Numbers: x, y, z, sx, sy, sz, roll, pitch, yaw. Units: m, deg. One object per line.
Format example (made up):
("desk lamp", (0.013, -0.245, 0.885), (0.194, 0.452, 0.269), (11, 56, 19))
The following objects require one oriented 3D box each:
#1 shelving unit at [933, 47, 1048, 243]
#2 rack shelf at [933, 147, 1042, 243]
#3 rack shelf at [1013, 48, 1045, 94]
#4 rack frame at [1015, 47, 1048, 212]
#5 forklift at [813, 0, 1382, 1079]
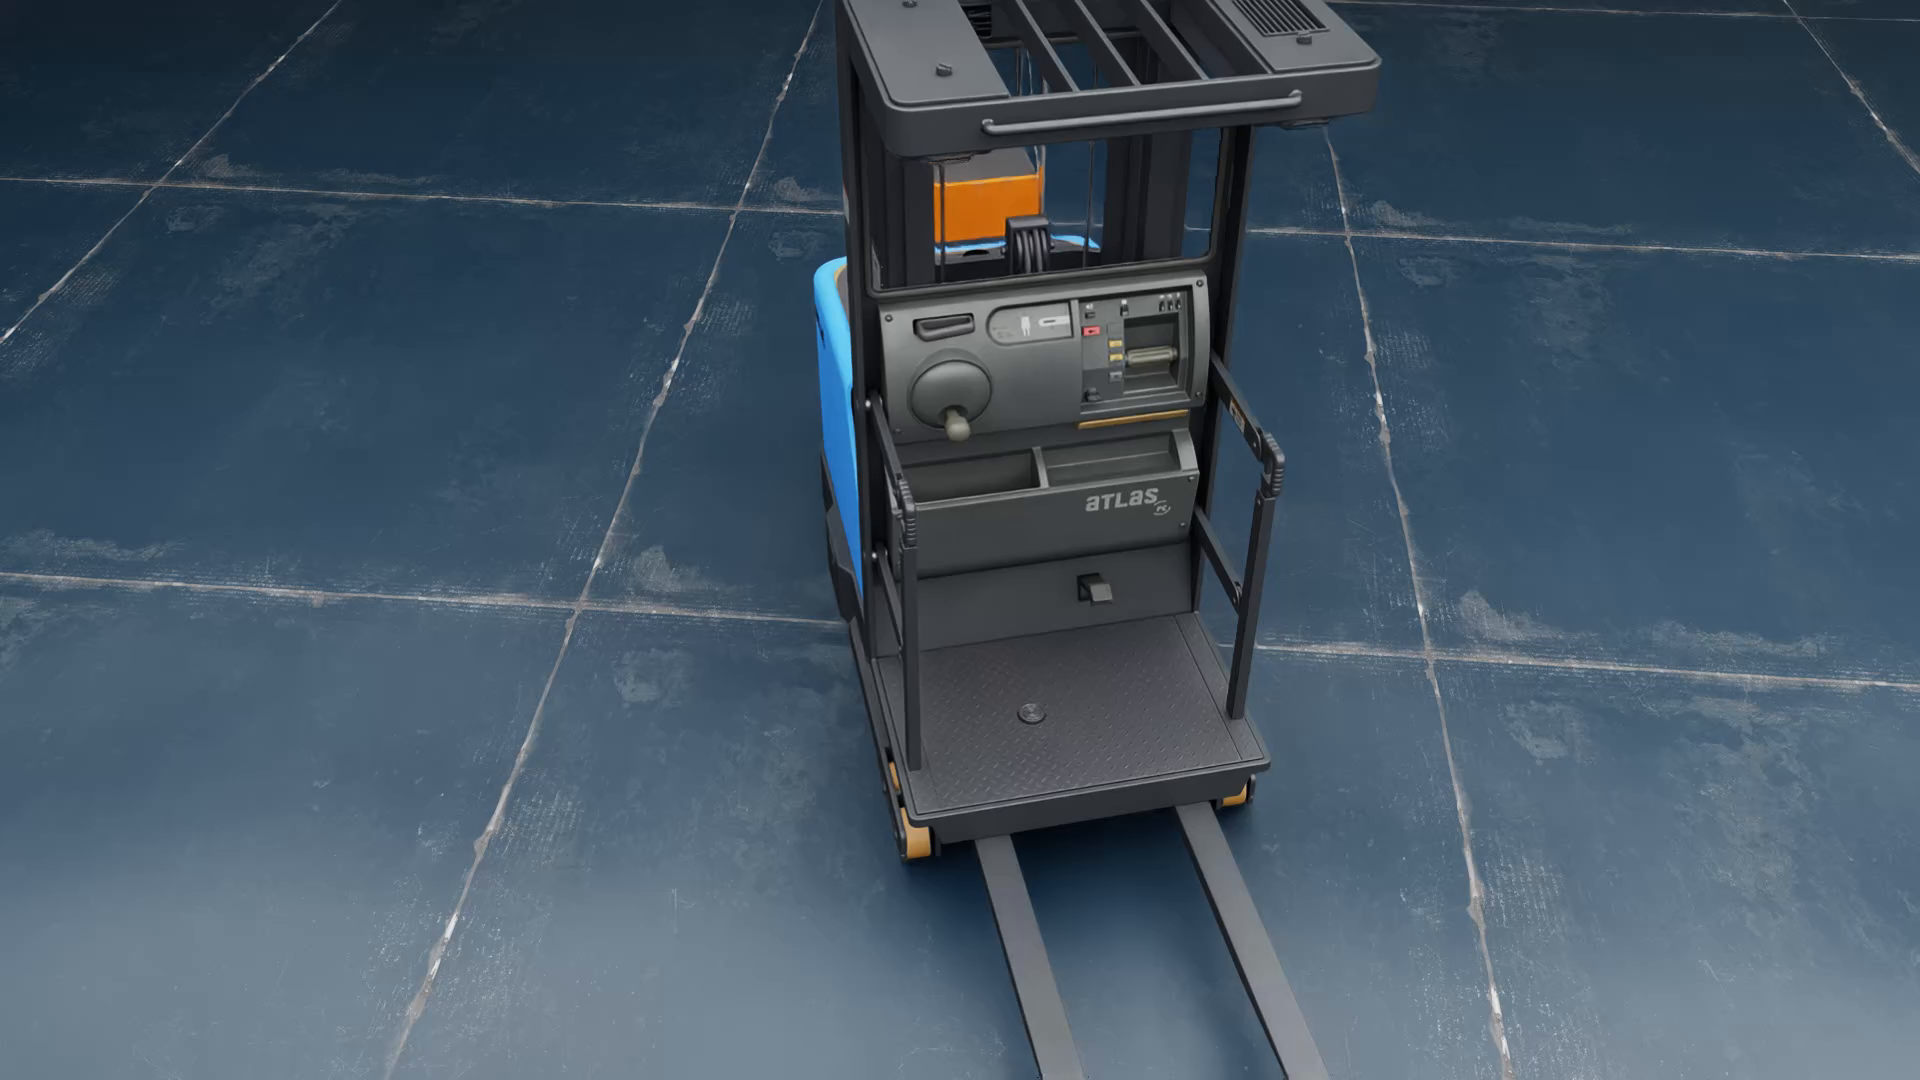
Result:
("shelving unit", (0.009, -1.207, 6.069), (0.503, 2.100, 0.431), (-8, 40, -9))
("rack shelf", (0.009, -1.196, 6.078), (0.480, 0.518, 0.431), (-8, 40, -9))
("rack shelf", (0.009, -1.739, 5.636), (0.480, 0.518, 0.431), (-8, 40, -9))
("rack frame", (0.247, -1.239, 6.109), (0.015, 2.100, 0.400), (-8, 40, -9))
("forklift", (0.290, -0.430, 4.457), (1.130, 2.935, 3.031), (-8, 40, -9))
